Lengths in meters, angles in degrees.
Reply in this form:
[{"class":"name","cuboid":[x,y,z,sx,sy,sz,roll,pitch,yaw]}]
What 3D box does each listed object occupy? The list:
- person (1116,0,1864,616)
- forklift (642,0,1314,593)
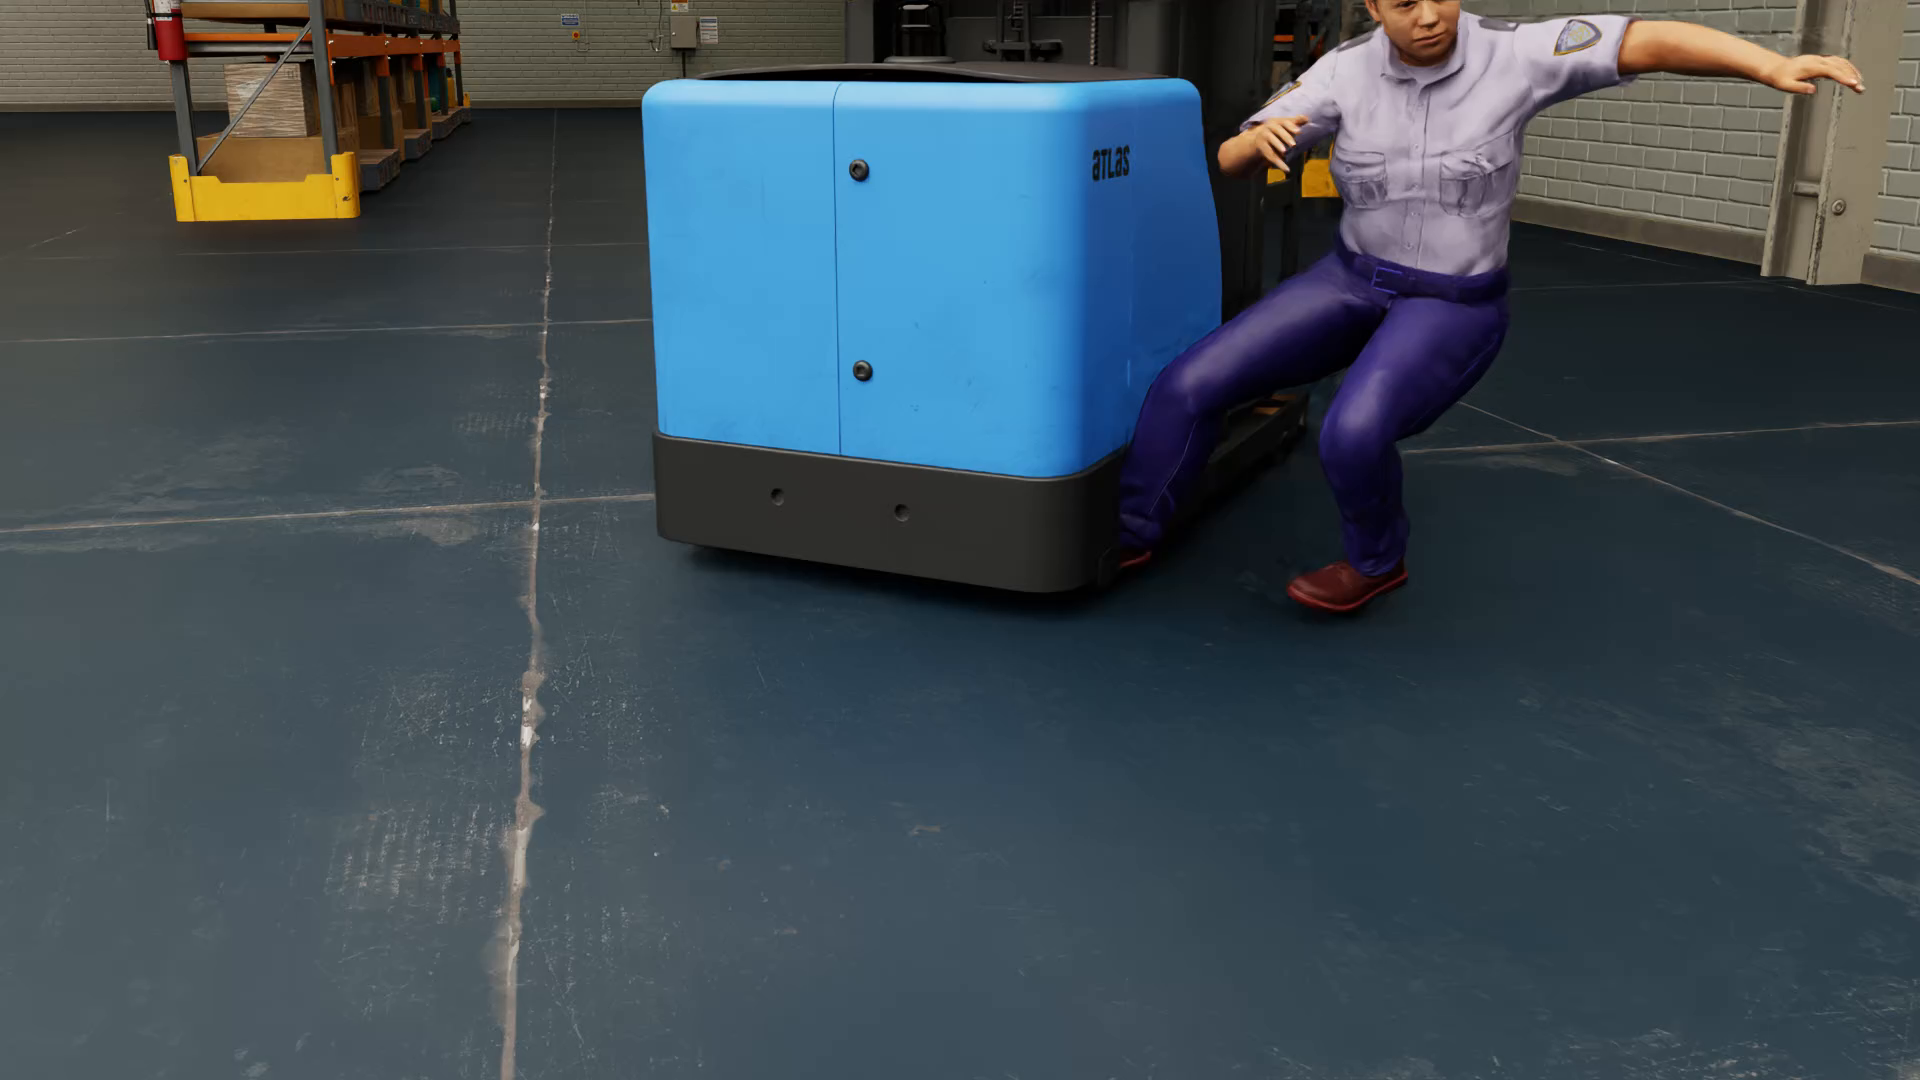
[{"class":"person","cuboid":[0.827,-0.466,3.197,1.526,1.377,0.760,10,19,30]},{"class":"forklift","cuboid":[0.388,-1.670,4.492,1.130,2.935,3.031,8,18,24]}]
